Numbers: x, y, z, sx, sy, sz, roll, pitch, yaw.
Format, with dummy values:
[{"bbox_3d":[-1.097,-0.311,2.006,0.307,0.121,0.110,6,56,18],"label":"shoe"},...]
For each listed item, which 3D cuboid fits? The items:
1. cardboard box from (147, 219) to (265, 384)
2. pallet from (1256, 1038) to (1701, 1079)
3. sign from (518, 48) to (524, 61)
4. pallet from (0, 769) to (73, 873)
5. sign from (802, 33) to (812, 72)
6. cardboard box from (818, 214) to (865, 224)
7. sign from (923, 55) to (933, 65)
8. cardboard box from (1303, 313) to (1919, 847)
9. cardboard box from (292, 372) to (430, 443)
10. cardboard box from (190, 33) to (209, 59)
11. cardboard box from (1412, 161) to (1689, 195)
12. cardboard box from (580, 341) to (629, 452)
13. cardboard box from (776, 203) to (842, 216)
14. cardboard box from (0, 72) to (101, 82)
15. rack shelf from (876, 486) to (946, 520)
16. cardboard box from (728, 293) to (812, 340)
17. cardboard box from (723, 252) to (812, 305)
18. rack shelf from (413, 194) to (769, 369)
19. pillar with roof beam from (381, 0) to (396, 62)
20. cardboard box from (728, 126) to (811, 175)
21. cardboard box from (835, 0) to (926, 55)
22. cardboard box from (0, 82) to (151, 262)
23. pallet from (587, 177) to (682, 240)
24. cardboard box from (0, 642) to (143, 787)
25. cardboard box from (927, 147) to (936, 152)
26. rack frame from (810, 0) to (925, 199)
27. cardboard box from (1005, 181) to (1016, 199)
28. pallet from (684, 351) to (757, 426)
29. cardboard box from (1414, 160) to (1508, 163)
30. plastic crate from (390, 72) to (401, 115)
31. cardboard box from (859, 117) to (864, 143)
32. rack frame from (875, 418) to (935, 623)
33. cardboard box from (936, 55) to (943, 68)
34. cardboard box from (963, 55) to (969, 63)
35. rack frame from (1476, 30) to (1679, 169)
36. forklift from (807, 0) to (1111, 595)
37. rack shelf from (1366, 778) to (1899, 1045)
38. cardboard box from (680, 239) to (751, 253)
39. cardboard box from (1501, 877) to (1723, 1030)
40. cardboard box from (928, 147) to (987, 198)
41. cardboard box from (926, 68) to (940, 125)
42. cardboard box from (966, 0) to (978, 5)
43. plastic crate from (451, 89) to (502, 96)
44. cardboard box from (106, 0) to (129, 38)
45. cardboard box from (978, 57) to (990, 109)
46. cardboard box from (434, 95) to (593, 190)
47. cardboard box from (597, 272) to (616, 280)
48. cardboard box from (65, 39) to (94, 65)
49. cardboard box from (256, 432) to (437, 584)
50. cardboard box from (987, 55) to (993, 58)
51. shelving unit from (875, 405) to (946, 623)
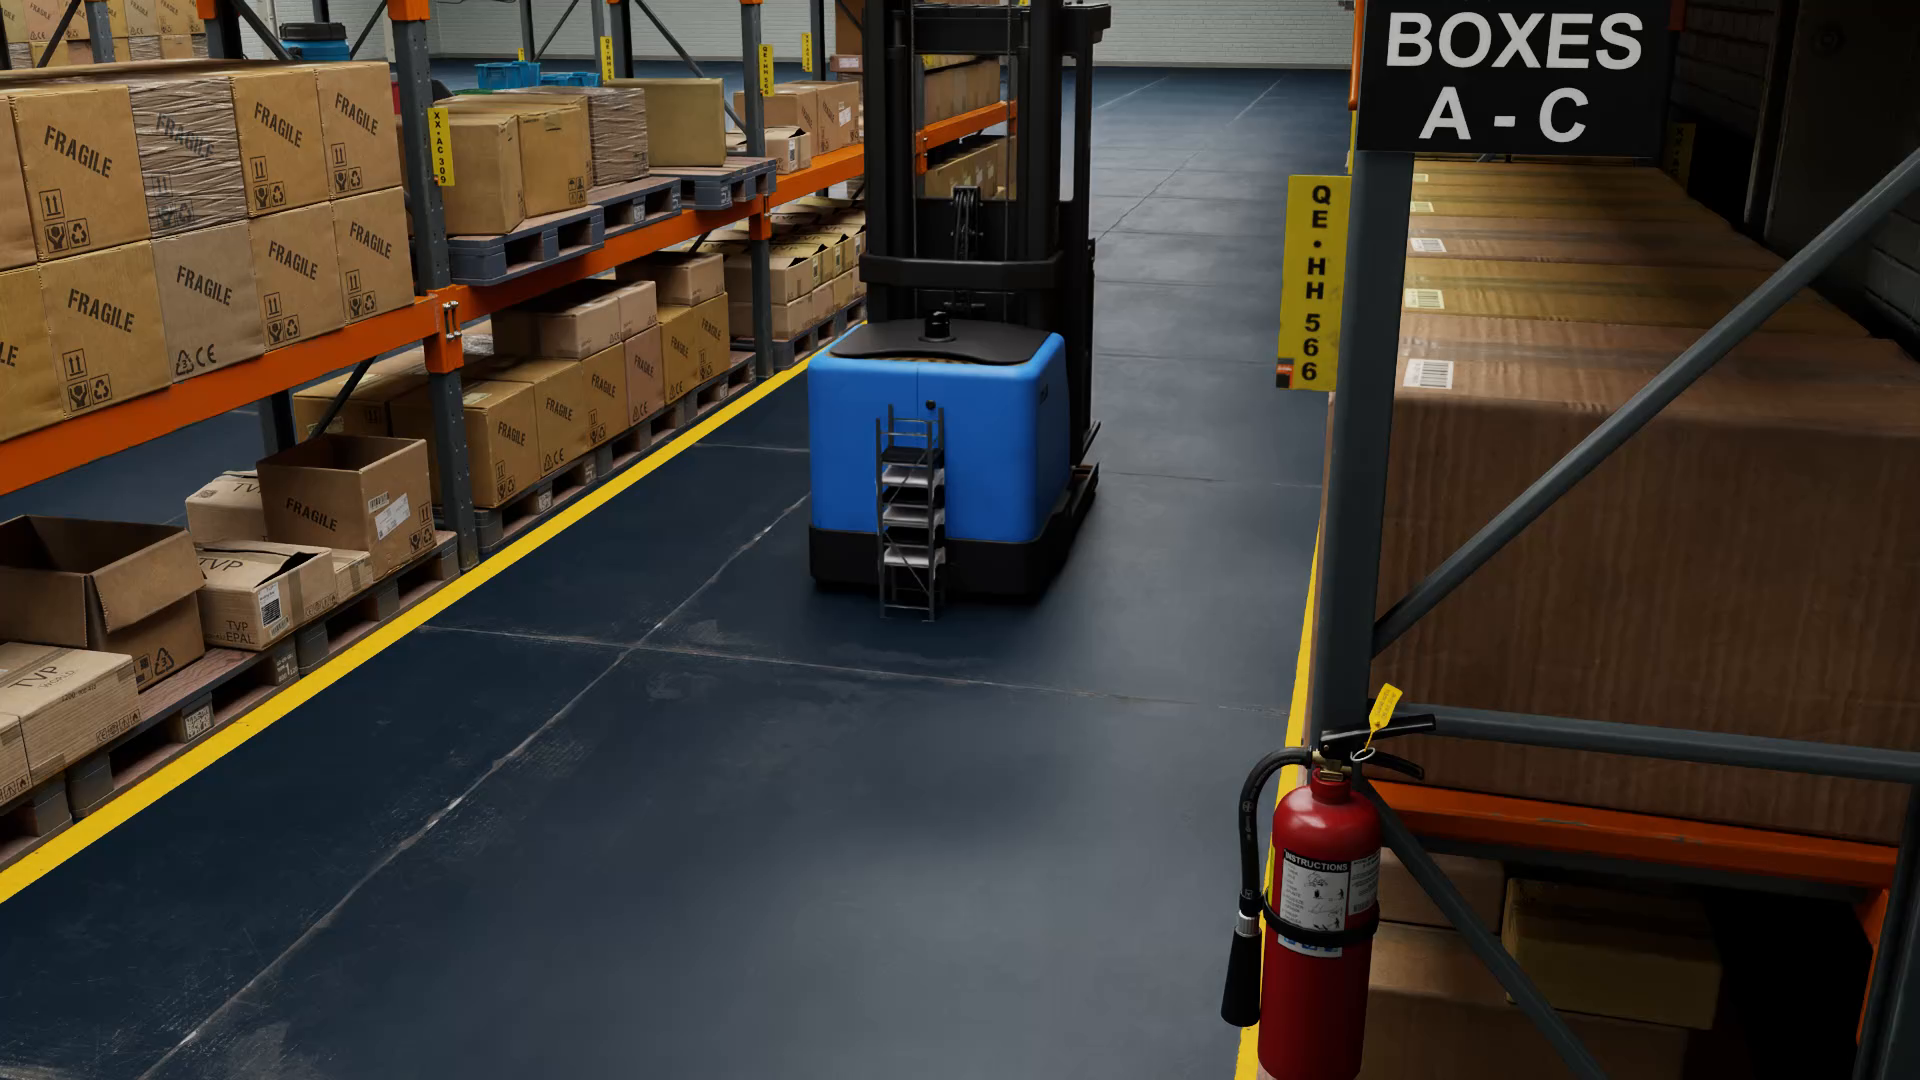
[{"bbox_3d":[-2.887,-0.870,5.939,0.500,0.500,0.500,5,20,15],"label":"cardboard box"},{"bbox_3d":[1.181,1.384,3.809,1.003,0.211,1.213,5,19,13],"label":"pallet"},{"bbox_3d":[-5.168,-5.652,19.666,0.100,0.325,0.005,5,19,13],"label":"sign"},{"bbox_3d":[-3.530,0.977,5.001,1.003,0.211,1.213,5,19,13],"label":"pallet"},{"bbox_3d":[-1.349,-4.320,14.734,0.100,0.325,0.005,5,19,13],"label":"sign"},{"bbox_3d":[-0.877,-2.524,13.672,0.500,0.311,0.500,5,19,13],"label":"cardboard box"},{"bbox_3d":[-0.282,-4.301,14.469,0.100,0.325,0.005,5,19,13],"label":"sign"},{"bbox_3d":[1.177,0.019,3.028,0.980,0.700,0.700,6,20,16],"label":"cardboard box"},{"bbox_3d":[-2.923,-0.525,8.271,0.500,0.500,0.500,5,19,13],"label":"cardboard box"},{"bbox_3d":[-9.600,-5.885,20.162,0.875,0.500,0.500,5,19,13],"label":"cardboard box"},{"bbox_3d":[1.891,-0.906,5.735,0.980,0.700,0.700,5,19,14],"label":"cardboard box"},{"bbox_3d":[-2.162,-0.804,9.088,0.500,0.500,0.500,5,19,14],"label":"cardboard box"},{"bbox_3d":[-1.281,-2.727,14.266,0.500,0.311,0.500,4,19,13],"label":"cardboard box"},{"bbox_3d":[-3.405,-1.395,5.929,0.500,0.500,0.500,4,19,12],"label":"cardboard box"},{"bbox_3d":[-0.208,-0.163,7.090,0.258,0.077,0.200,4,21,12],"label":"rack shelf"},{"bbox_3d":[-1.375,-1.615,11.879,0.500,0.250,0.500,5,19,13],"label":"cardboard box"},{"bbox_3d":[-1.375,-1.880,11.788,0.500,0.311,0.500,5,20,15],"label":"cardboard box"},{"bbox_3d":[-2.277,-1.609,9.370,1.077,0.370,4.000,5,19,13],"label":"rack shelf"},{"bbox_3d":[-13.402,-18.796,49.294,9.100,9.000,0.400,5,19,13],"label":"pillar with roof beam"},{"bbox_3d":[-1.382,-2.799,11.880,0.500,0.311,0.500,4,19,13],"label":"cardboard box"},{"bbox_3d":[-0.709,-4.631,14.943,0.700,0.500,0.500,5,19,14],"label":"cardboard box"},{"bbox_3d":[-3.008,-1.188,5.323,0.500,0.500,0.500,4,19,13],"label":"cardboard box"},{"bbox_3d":[-2.259,-1.876,9.335,1.003,0.211,1.213,5,19,13],"label":"pallet"},{"bbox_3d":[-3.091,0.563,5.473,0.500,0.250,0.500,5,19,13],"label":"cardboard box"},{"bbox_3d":[-0.549,-3.716,16.869,0.500,0.500,0.500,5,19,13],"label":"cardboard box"},{"bbox_3d":[-0.811,-3.830,14.760,1.000,3.000,0.127,5,19,13],"label":"rack frame"},{"bbox_3d":[0.322,-3.790,18.247,0.500,0.250,0.500,5,19,13],"label":"cardboard box"},{"bbox_3d":[-2.007,-1.026,10.864,1.003,0.211,1.213,5,19,13],"label":"pallet"},{"bbox_3d":[1.907,-1.295,6.691,0.500,0.500,0.500,4,19,13],"label":"cardboard box"},{"bbox_3d":[-5.435,-4.077,15.383,0.402,0.464,0.583,5,19,13],"label":"plastic crate"},{"bbox_3d":[-0.848,-3.476,13.933,0.396,0.266,0.258,4,19,12],"label":"cardboard box"},{"bbox_3d":[-0.230,-0.076,7.017,0.240,0.900,0.006,4,21,12],"label":"rack frame"},{"bbox_3d":[-0.372,-4.495,15.549,0.380,0.149,0.250,4,19,13],"label":"cardboard box"},{"bbox_3d":[-0.119,-4.817,16.491,0.380,0.149,0.250,4,19,13],"label":"cardboard box"},{"bbox_3d":[2.039,-0.933,6.277,1.000,3.000,0.127,5,19,13],"label":"rack frame"},{"bbox_3d":[0.131,-1.586,8.296,1.130,2.935,3.031,4,19,11],"label":"forklift"},{"bbox_3d":[1.550,0.035,4.558,1.077,0.370,4.000,5,19,13],"label":"rack shelf"},{"bbox_3d":[-1.778,-2.086,12.391,0.500,0.311,0.500,4,19,13],"label":"cardboard box"},{"bbox_3d":[1.299,0.826,3.342,0.380,0.149,0.250,5,19,14],"label":"cardboard box"},{"bbox_3d":[-0.030,-3.673,16.746,0.500,0.500,0.500,5,19,13],"label":"cardboard box"},{"bbox_3d":[-0.586,-4.183,15.638,0.700,0.500,0.500,4,19,13],"label":"cardboard box"},{"bbox_3d":[-0.219,-5.260,16.784,0.700,0.500,0.500,5,19,14],"label":"cardboard box"},{"bbox_3d":[-5.008,-4.525,17.123,0.450,0.188,0.662,5,19,13],"label":"plastic crate"},{"bbox_3d":[-9.705,-5.867,18.562,0.500,0.500,0.500,5,19,13],"label":"cardboard box"},{"bbox_3d":[-0.084,-4.821,17.506,0.700,0.500,0.500,5,20,15],"label":"cardboard box"},{"bbox_3d":[-2.394,-2.127,8.970,0.700,0.500,0.500,0,19,-1],"label":"cardboard box"},{"bbox_3d":[-2.177,-1.481,11.071,0.500,0.500,0.500,6,20,16],"label":"cardboard box"},{"bbox_3d":[-10.065,-5.256,18.321,0.875,0.500,0.500,5,19,13],"label":"cardboard box"},{"bbox_3d":[-2.630,-0.147,7.163,0.500,0.500,0.500,5,19,13],"label":"cardboard box"},{"bbox_3d":[0.133,-5.141,17.440,0.380,0.149,0.250,4,19,13],"label":"cardboard box"},{"bbox_3d":[-0.208,-0.110,7.110,0.258,0.900,0.210,4,21,12],"label":"shelving unit"}]
